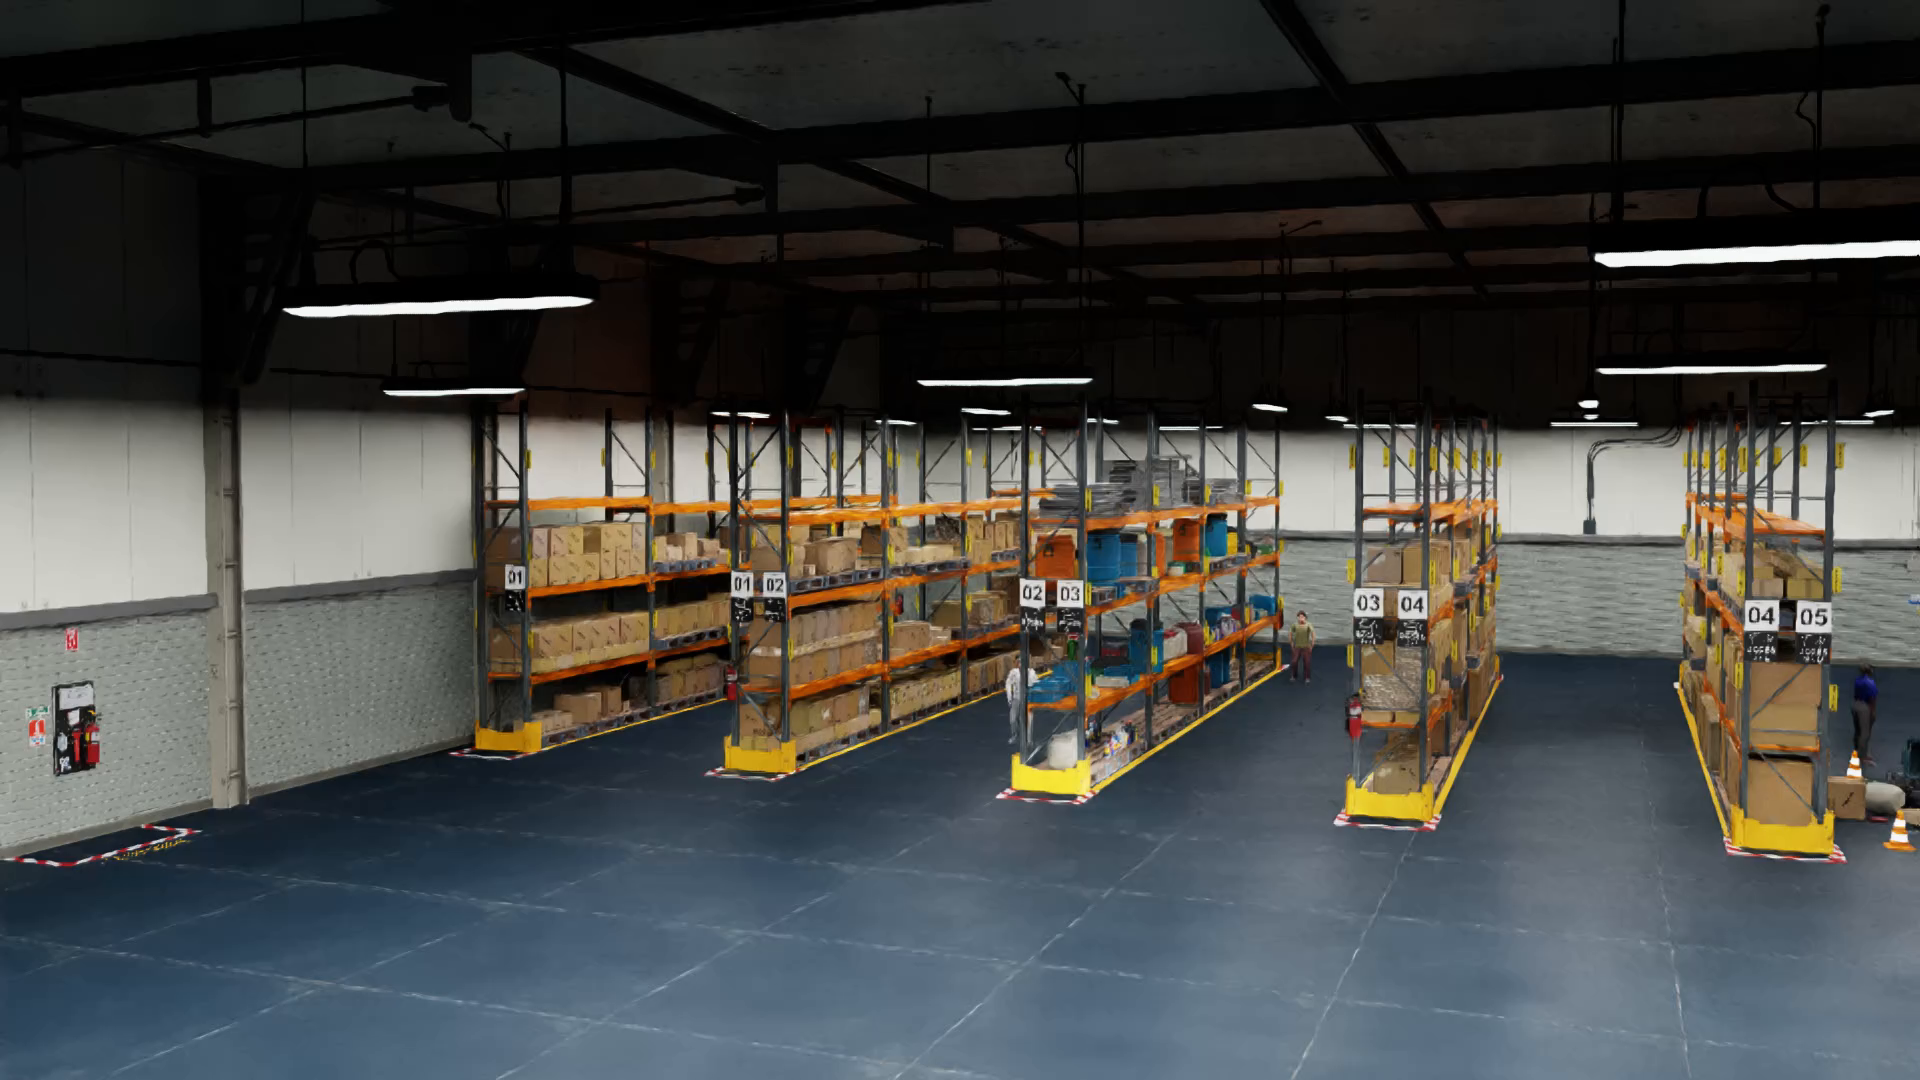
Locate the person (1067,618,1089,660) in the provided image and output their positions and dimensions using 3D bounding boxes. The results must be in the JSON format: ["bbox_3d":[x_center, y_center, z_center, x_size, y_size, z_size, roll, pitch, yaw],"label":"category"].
[{"bbox_3d":[2.681,2.273,38.176,0.564,1.733,1.032,1,3,19],"label":"person"}]

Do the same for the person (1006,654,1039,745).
[{"bbox_3d":[1.097,2.777,29.119,0.639,1.632,0.512,1,3,19],"label":"person"}]

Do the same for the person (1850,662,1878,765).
[{"bbox_3d":[14.892,2.863,27.321,0.440,1.588,0.546,0,3,-4],"label":"person"}]

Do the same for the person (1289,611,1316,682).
[{"bbox_3d":[7.671,2.386,37.290,0.598,1.619,0.507,1,3,19],"label":"person"}]
